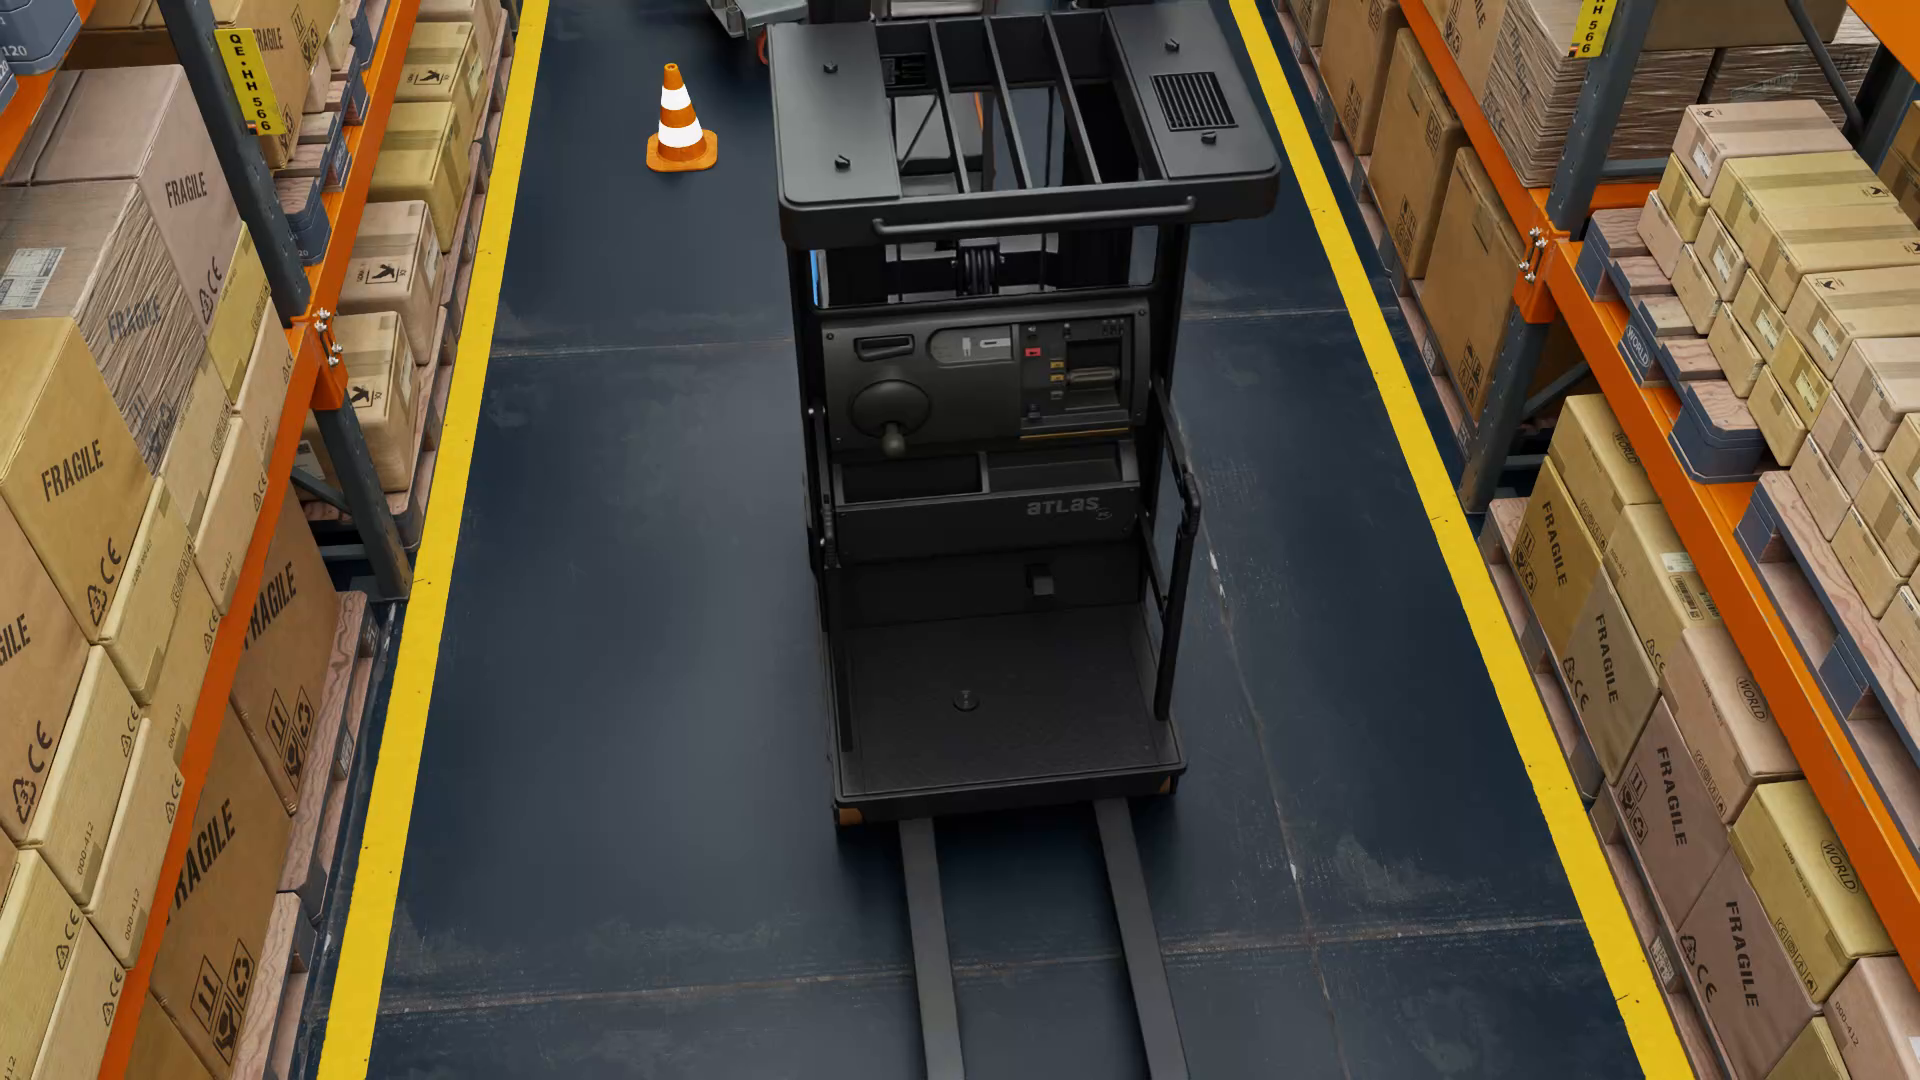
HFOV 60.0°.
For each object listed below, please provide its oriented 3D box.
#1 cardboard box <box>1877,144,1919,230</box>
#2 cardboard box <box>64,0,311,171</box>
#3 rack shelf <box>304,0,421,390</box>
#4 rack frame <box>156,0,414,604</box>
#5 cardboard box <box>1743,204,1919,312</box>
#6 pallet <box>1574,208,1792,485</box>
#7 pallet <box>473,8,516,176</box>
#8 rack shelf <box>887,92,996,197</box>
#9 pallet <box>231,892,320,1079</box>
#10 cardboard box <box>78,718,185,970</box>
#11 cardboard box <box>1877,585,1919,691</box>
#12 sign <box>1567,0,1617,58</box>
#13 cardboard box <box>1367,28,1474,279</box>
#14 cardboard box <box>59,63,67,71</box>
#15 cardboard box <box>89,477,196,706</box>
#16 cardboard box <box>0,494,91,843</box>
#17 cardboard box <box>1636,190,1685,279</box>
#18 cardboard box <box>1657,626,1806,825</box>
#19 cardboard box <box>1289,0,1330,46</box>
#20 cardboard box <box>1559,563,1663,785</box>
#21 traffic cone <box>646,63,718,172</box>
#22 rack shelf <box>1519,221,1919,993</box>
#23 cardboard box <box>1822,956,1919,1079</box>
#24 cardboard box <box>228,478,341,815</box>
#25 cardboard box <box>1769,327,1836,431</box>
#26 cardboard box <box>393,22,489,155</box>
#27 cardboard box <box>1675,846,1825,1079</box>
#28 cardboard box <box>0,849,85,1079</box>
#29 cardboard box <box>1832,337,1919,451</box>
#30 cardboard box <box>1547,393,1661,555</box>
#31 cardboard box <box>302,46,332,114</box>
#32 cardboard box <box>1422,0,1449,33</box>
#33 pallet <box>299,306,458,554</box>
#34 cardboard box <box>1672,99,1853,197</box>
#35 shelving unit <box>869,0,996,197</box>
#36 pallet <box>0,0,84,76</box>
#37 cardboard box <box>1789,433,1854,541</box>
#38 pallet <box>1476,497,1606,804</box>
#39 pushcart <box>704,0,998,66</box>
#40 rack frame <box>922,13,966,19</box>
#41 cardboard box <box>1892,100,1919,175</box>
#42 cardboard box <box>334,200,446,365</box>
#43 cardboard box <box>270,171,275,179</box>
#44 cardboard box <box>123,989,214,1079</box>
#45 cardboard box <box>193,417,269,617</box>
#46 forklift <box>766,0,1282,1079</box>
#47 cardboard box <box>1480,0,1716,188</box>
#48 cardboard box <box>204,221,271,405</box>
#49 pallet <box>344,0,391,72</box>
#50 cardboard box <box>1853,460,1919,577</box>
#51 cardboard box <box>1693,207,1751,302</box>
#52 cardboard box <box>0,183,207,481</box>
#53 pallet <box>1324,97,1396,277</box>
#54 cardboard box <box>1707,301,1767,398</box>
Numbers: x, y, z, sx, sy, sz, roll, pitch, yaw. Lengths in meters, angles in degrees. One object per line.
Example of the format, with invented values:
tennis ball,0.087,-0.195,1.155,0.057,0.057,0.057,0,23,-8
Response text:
cardboard box,2.916,-1.028,4.836,0.380,0.149,0.250,-3,47,-2
cardboard box,-2.311,-1.444,4.989,0.500,0.500,0.500,-5,47,-4
rack shelf,-2.671,-2.023,6.595,1.077,0.370,4.000,-3,47,-3
rack frame,-2.504,-0.823,4.964,1.000,3.000,0.127,-3,47,-3
cardboard box,2.307,-0.742,4.360,0.380,0.149,0.250,-4,47,-4
pallet,2.586,-0.622,4.905,1.213,0.211,1.003,-3,47,-3
pallet,-2.772,-2.195,8.184,1.003,0.211,1.213,-3,47,-3
rack shelf,-0.116,-1.348,6.099,0.431,0.518,0.480,-5,47,-5
pallet,-2.414,1.591,4.597,1.003,0.211,1.213,-3,47,-3
cardboard box,-2.047,0.680,3.644,0.500,0.250,0.500,-4,47,-4
cardboard box,2.390,0.228,3.852,0.380,0.149,0.250,-5,47,-5
sign,1.868,-1.559,4.863,0.100,0.325,0.005,-3,47,-3
cardboard box,2.383,-1.646,7.003,1.050,0.750,0.750,-3,47,-3
cardboard box,-2.819,-1.416,4.962,0.500,0.500,0.500,-5,47,-4
cardboard box,-2.100,0.131,3.819,0.500,0.250,0.500,-5,47,-4
cardboard box,-2.079,0.254,3.186,0.500,0.500,0.500,-4,47,-4
cardboard box,2.257,-0.919,4.938,0.380,0.149,0.250,-4,47,-4
cardboard box,2.308,0.499,4.627,0.500,0.250,0.500,-3,47,-3
cardboard box,2.227,-3.018,8.303,1.050,0.750,0.750,-4,47,-3
cardboard box,2.271,0.409,5.229,0.500,0.500,0.500,-3,47,-3
traffic cone,-1.340,-2.033,7.857,0.336,0.463,0.334,-3,47,-3
rack shelf,2.588,0.497,4.209,1.077,0.370,4.000,-3,47,-3
cardboard box,2.411,1.258,3.909,0.500,0.250,0.500,-1,47,-1
cardboard box,-2.529,0.268,5.105,0.875,0.875,0.875,-4,47,-4
cardboard box,2.333,-0.424,4.265,0.380,0.149,0.250,-3,47,-3
cardboard box,-2.729,-2.059,7.654,0.950,0.372,0.625,-1,47,-1
cardboard box,2.361,1.149,4.528,0.500,0.500,0.500,-4,47,-4
cardboard box,-2.012,0.873,3.116,0.500,0.250,0.500,-3,47,-3
cardboard box,2.354,-0.354,3.994,0.380,0.149,0.250,-2,47,-1
cardboard box,2.237,-0.226,5.314,0.500,0.250,0.500,-5,47,-5
cardboard box,-2.313,-1.535,5.522,0.380,0.149,0.250,-6,47,-6
cardboard box,2.033,-2.264,6.259,0.500,0.500,0.500,-4,47,-4
pallet,-2.568,-0.430,6.512,1.003,0.211,1.213,-3,47,-3
cardboard box,2.266,-1.110,4.710,0.380,0.149,0.250,-3,47,-3
shelving unit,-0.116,-1.357,6.089,0.431,2.100,0.503,-5,47,-5
pallet,-2.397,-1.327,3.505,1.213,0.211,1.003,-2,47,-1
cardboard box,2.351,-0.142,4.203,0.380,0.149,0.250,-2,47,-2
pallet,2.484,0.327,5.795,1.003,0.211,1.213,-3,47,-3
pushcart,-0.571,-2.990,8.822,1.648,0.377,0.936,-19,49,-17
rack frame,-0.145,-1.533,6.256,0.400,2.100,0.015,-5,47,-5
cardboard box,2.918,-1.133,4.731,0.380,0.149,0.250,-5,47,-5
cardboard box,-2.611,-1.007,6.658,0.950,0.372,0.625,-4,47,-4
cardboard box,-2.346,-1.128,5.136,0.380,0.149,0.250,-6,47,-6
cardboard box,-2.384,1.560,3.880,0.875,0.875,0.875,-2,47,-2
cardboard box,-2.144,-0.053,4.337,0.500,0.250,0.500,-3,47,-3
forklift,0.107,-0.361,4.573,1.130,2.935,3.031,-5,47,-5
cardboard box,2.115,-1.541,5.575,0.500,0.500,0.500,-3,47,-3
cardboard box,-2.210,-0.608,4.519,0.500,0.250,0.500,-4,47,-3
pallet,-2.710,-2.187,6.387,1.003,0.211,1.213,-3,47,-3
cardboard box,2.370,-0.064,3.923,0.380,0.149,0.250,-4,47,-4
cardboard box,2.286,-0.799,4.620,0.380,0.149,0.250,-1,47,-1
cardboard box,-2.149,-0.472,3.874,0.500,0.500,0.500,-3,47,-3
pallet,2.331,-1.694,7.709,1.003,0.211,1.213,-3,47,-3
cardboard box,2.302,-0.530,4.570,0.380,0.149,0.250,-1,47,-1
